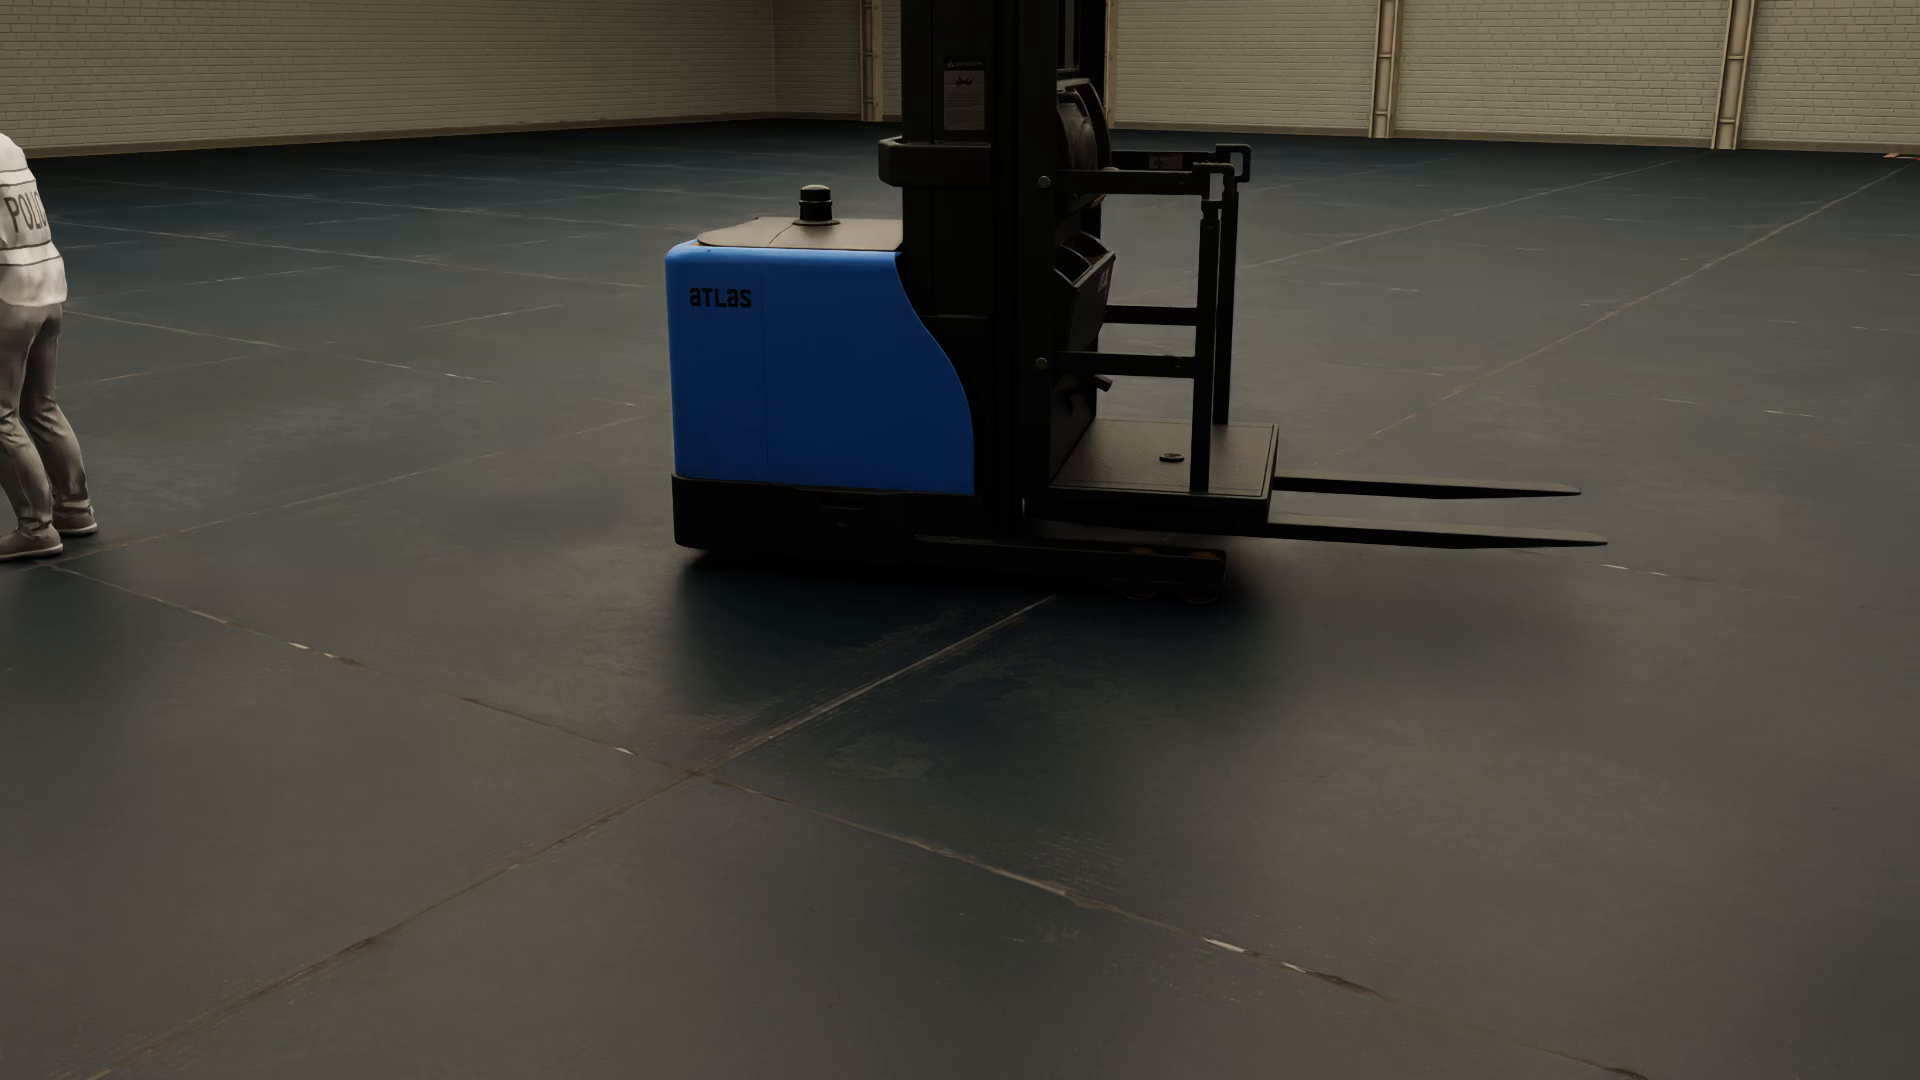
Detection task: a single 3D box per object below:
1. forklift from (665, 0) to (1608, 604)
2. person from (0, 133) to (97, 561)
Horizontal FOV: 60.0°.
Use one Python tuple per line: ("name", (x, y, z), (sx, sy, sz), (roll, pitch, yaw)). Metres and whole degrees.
("forklift", (0.595, -1.367, 5.404), (3.031, 2.935, 1.130), (4, 17, 12))
("person", (-3.236, -0.770, 5.618), (0.371, 1.666, 0.544), (-1, 17, -2))
